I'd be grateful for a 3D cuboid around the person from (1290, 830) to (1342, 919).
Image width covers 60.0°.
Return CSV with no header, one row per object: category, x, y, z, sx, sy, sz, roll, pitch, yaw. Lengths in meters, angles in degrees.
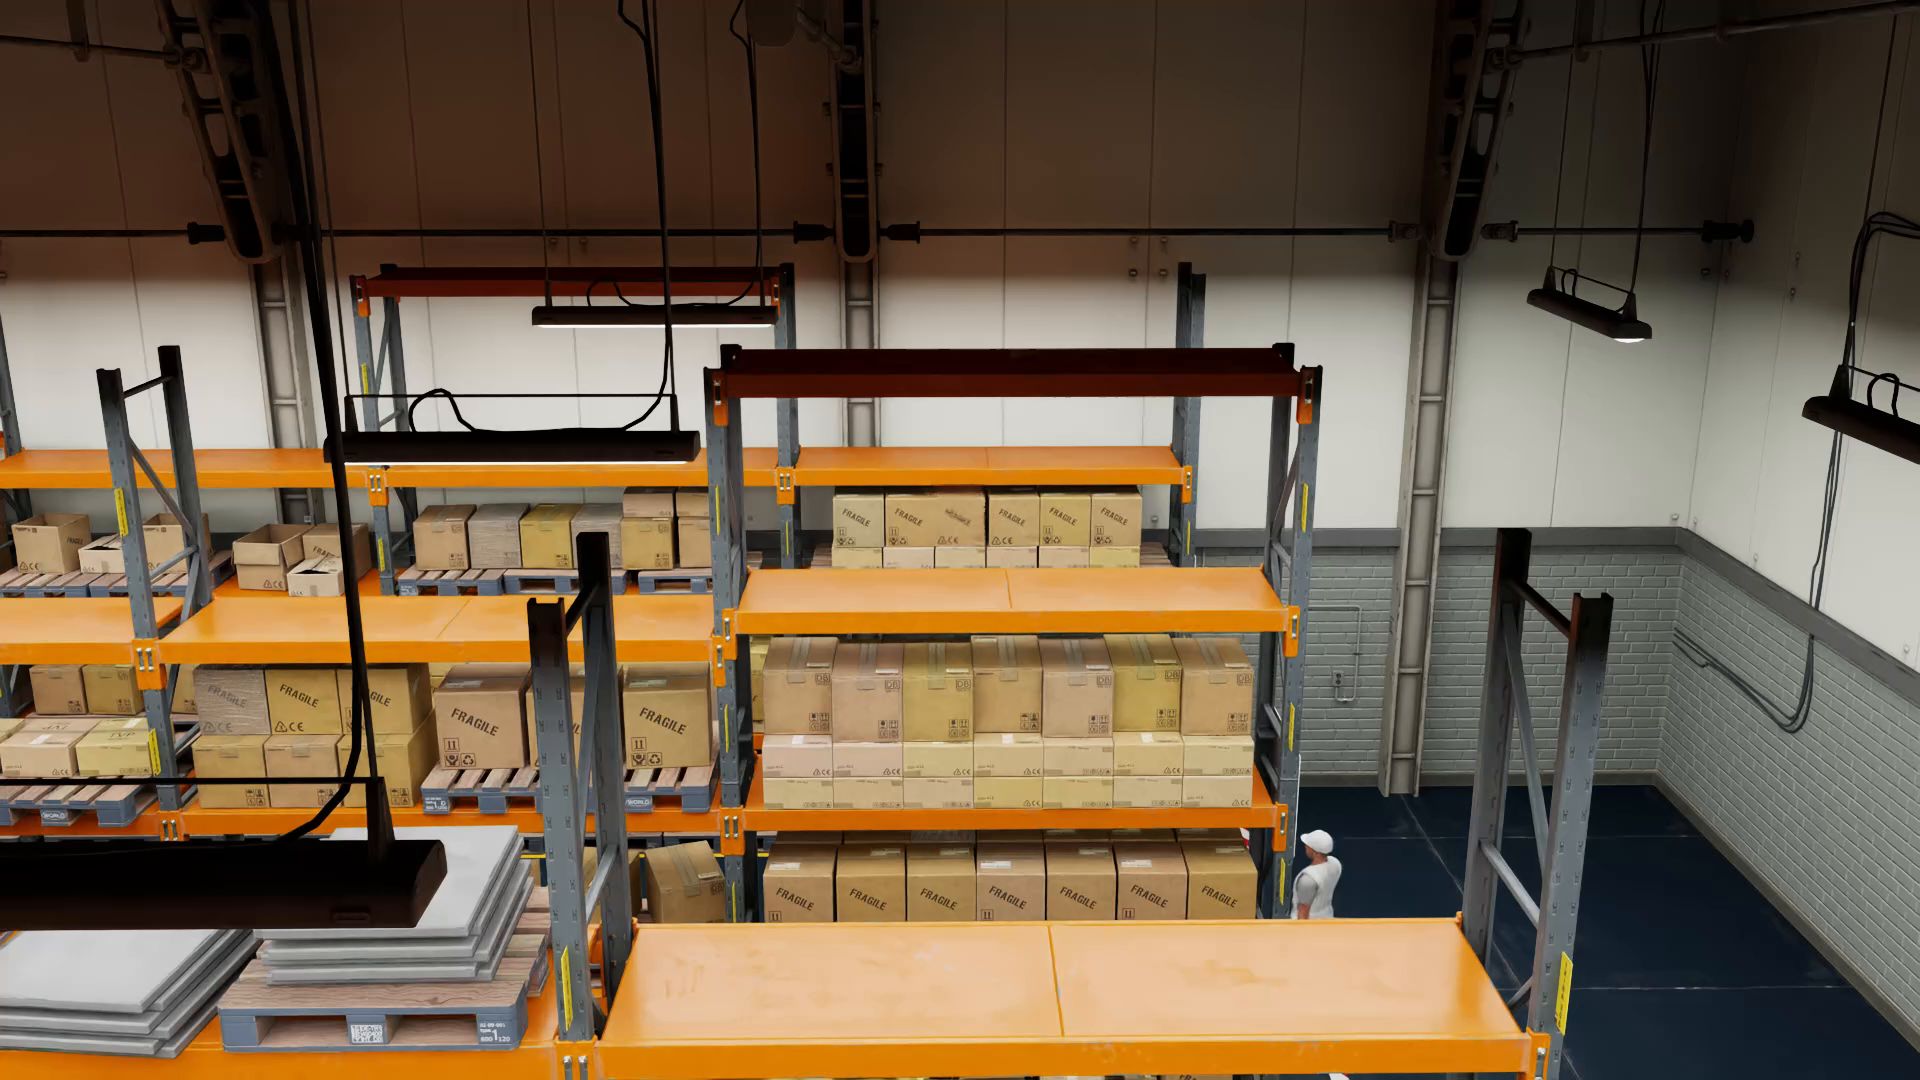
person,3.014,3.266,14.120,0.720,1.769,0.560,14,21,39
